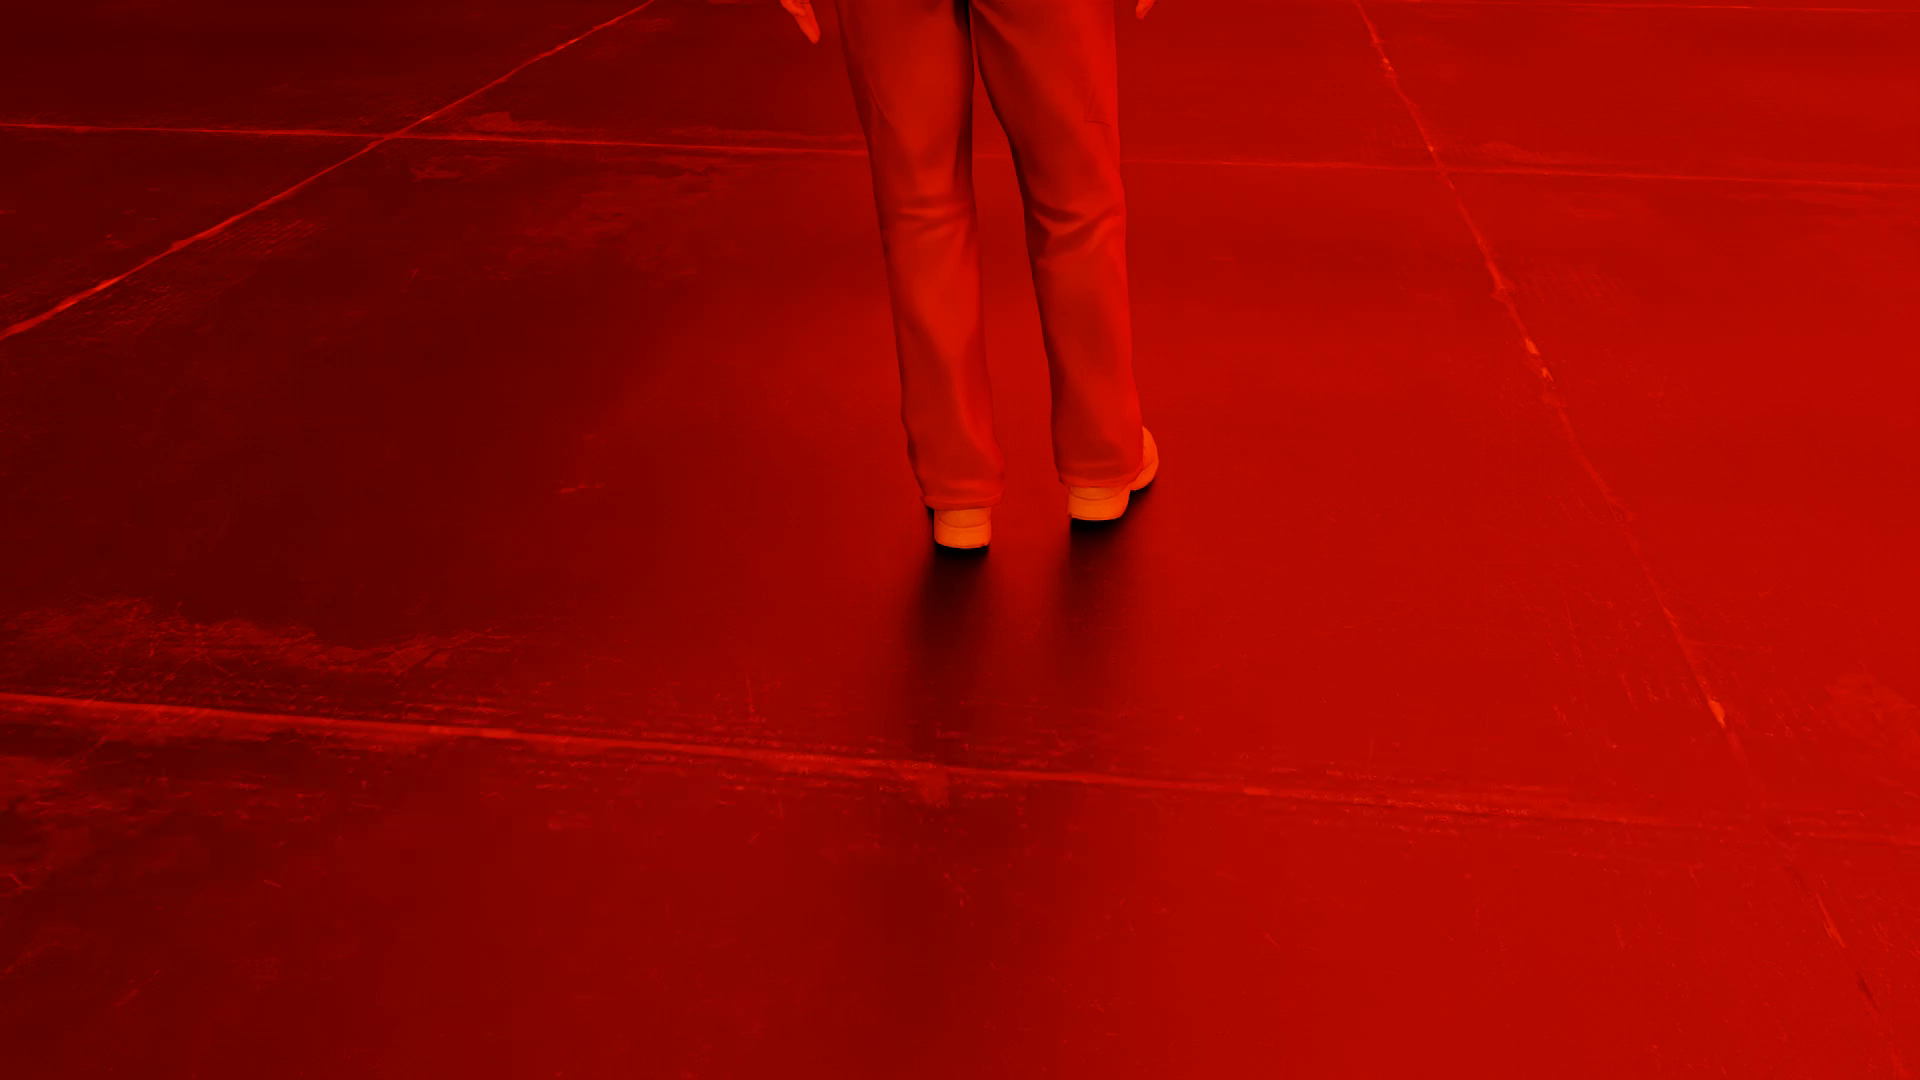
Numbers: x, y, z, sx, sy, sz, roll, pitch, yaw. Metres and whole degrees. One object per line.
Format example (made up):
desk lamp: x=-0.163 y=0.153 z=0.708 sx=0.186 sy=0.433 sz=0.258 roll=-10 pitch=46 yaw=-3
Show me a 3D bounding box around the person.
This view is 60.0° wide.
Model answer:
person: x=0.021 y=-0.788 z=2.187 sx=0.554 sy=1.672 sz=0.548 roll=3 pitch=27 yaw=7
